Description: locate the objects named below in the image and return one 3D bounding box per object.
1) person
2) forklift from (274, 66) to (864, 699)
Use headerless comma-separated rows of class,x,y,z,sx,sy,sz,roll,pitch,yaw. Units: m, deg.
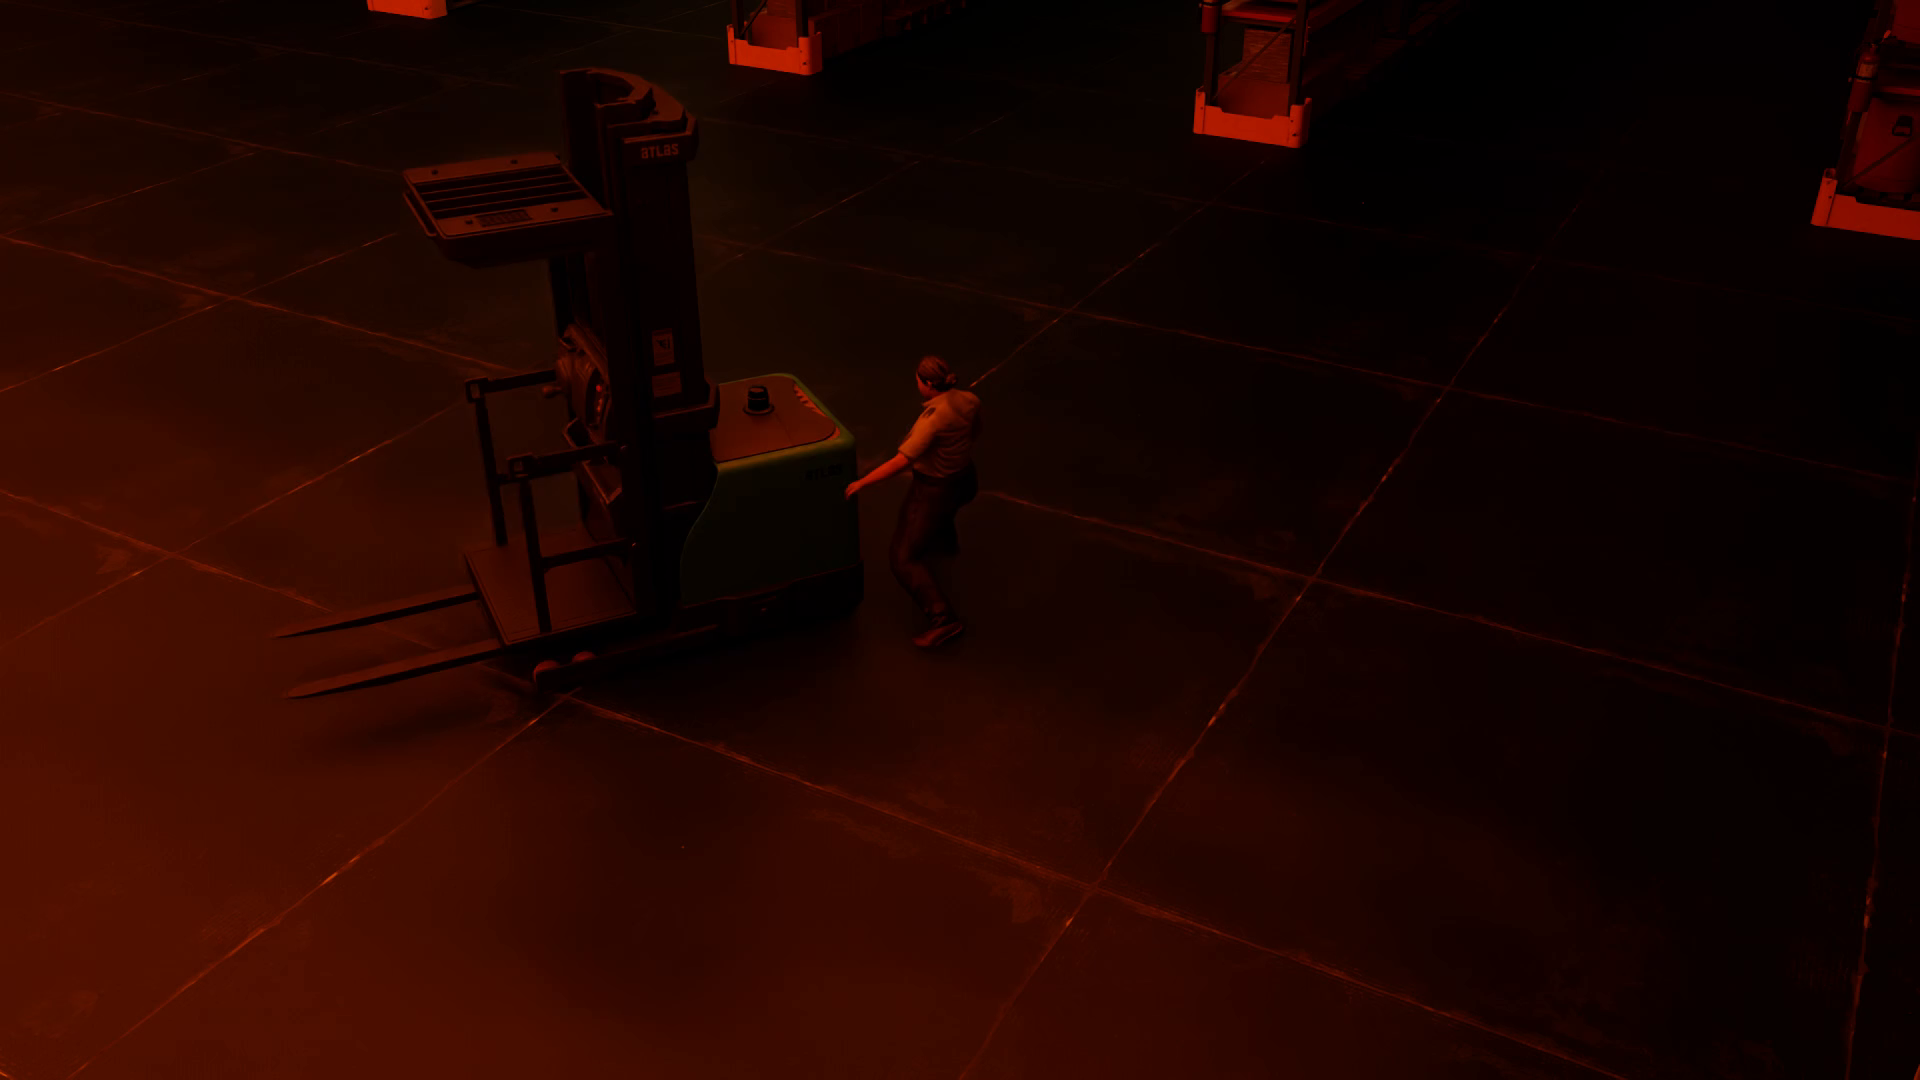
person,-0.170,-0.310,9.090,0.779,1.525,0.928,20,36,31
forklift,-2.095,-0.779,8.420,3.031,2.935,1.130,-14,33,-22
